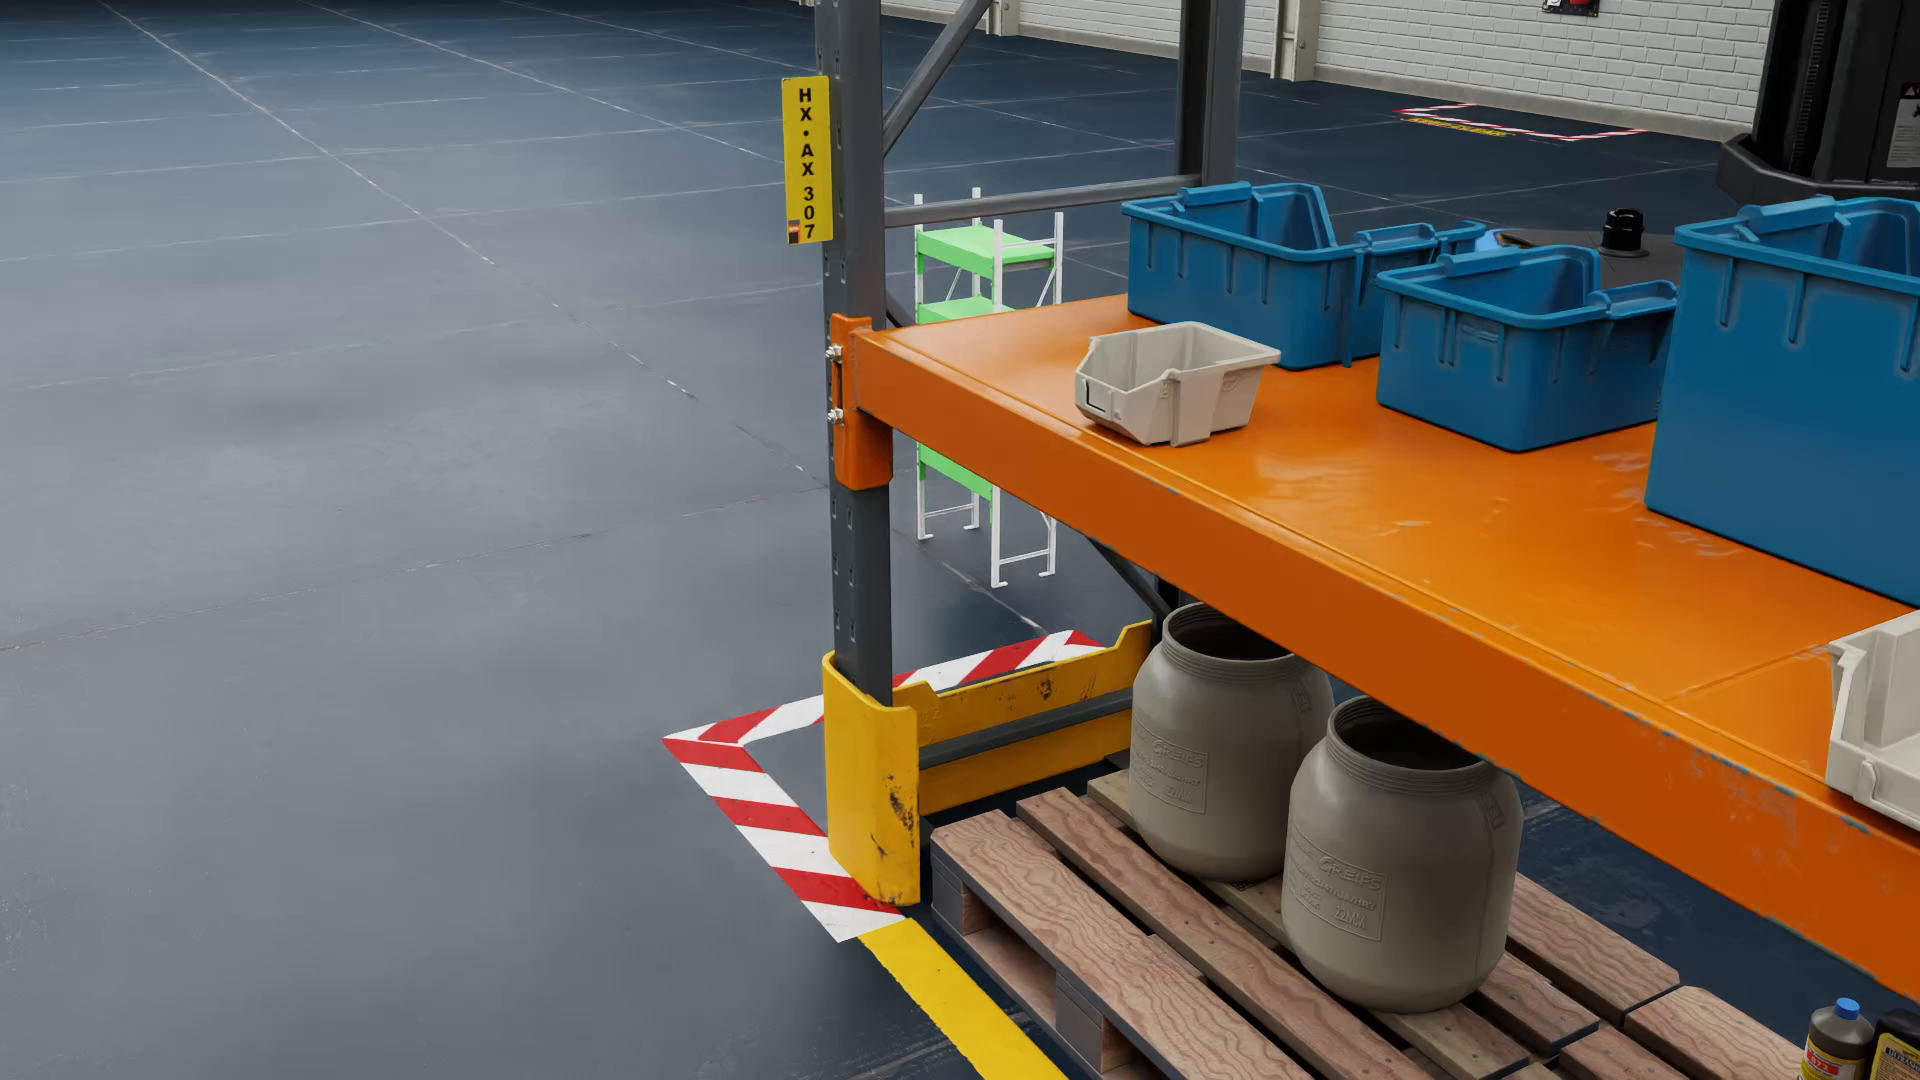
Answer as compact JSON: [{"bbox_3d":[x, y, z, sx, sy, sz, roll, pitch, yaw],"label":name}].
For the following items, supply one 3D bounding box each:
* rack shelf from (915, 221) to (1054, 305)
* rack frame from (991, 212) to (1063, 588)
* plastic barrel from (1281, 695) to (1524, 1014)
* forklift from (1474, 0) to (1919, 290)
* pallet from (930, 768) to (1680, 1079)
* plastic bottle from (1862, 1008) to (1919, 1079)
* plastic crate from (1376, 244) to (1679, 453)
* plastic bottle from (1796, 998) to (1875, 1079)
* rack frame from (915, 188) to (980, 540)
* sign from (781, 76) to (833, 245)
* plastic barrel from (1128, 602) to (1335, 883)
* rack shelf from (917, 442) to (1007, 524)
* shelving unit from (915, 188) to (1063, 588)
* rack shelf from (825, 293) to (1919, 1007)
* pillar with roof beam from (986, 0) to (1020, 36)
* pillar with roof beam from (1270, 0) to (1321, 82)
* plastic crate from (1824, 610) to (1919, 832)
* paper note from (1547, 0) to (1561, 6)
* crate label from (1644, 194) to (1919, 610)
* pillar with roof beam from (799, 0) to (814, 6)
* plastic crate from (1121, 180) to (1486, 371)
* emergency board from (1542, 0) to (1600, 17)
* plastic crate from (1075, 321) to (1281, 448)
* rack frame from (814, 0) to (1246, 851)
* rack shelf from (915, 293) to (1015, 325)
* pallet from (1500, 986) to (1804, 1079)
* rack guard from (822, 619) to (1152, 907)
[{"bbox_3d":[0.085,-0.888,5.297,0.258,0.148,0.480,-13,25,-28],"label":"rack shelf"},{"bbox_3d":[0.209,-0.423,5.259,0.240,1.200,0.015,-13,25,-28],"label":"rack frame"},{"bbox_3d":[0.829,0.586,3.133,0.421,0.512,0.421,0,22,0],"label":"plastic barrel"},{"bbox_3d":[3.082,-1.118,4.670,3.031,2.935,1.130,4,23,11],"label":"forklift"},{"bbox_3d":[0.661,0.838,3.468,1.003,0.211,1.213,-13,25,-28],"label":"pallet"},{"bbox_3d":[1.562,0.866,2.720,0.061,0.283,0.133,-12,25,-27],"label":"plastic bottle"},{"bbox_3d":[1.011,-0.348,2.882,0.499,0.251,0.408,-13,25,-28],"label":"plastic crate"},{"bbox_3d":[1.486,0.870,2.820,0.097,0.201,0.097,0,22,0],"label":"plastic bottle"},{"bbox_3d":[-0.040,-0.581,5.648,0.240,1.200,0.015,-13,25,-28],"label":"rack frame"},{"bbox_3d":[-0.304,-0.757,3.322,0.100,0.325,0.005,-13,25,-28],"label":"sign"},{"bbox_3d":[0.573,0.423,3.533,0.421,0.512,0.421,0,22,0],"label":"plastic barrel"},{"bbox_3d":[0.085,-0.221,5.568,0.258,0.148,0.480,-13,25,-28],"label":"rack shelf"},{"bbox_3d":[0.085,-0.502,5.454,0.258,1.200,0.503,-13,25,-28],"label":"shelving unit"},{"bbox_3d":[1.193,0.248,2.174,1.077,0.370,4.000,-13,25,-28],"label":"rack shelf"},{"bbox_3d":[-3.106,-10.356,19.340,9.100,9.000,0.400,-13,25,-28],"label":"pillar with roof beam"},{"bbox_3d":[-0.041,-8.414,14.561,9.100,9.000,0.400,-13,25,-28],"label":"pillar with roof beam"},{"bbox_3d":[1.167,0.207,1.669,0.530,0.136,0.437,-13,25,-28],"label":"plastic crate"},{"bbox_3d":[5.464,-4.990,15.275,0.016,0.148,0.142,-13,25,-28],"label":"paper note"},{"bbox_3d":[1.344,-0.206,2.287,0.502,0.435,0.616,-13,25,-28],"label":"crate label"},{"bbox_3d":[-6.171,-12.299,24.118,9.100,9.000,0.400,-13,25,-28],"label":"pillar with roof beam"},{"bbox_3d":[0.684,-0.560,3.402,0.499,0.251,0.616,-13,25,-28],"label":"plastic crate"},{"bbox_3d":[5.495,-5.328,14.936,0.194,1.169,0.643,-13,25,-28],"label":"emergency board"},{"bbox_3d":[0.352,-0.259,2.816,0.298,0.136,0.250,-13,25,-28],"label":"plastic crate"},{"bbox_3d":[0.171,-0.733,3.631,1.000,3.000,0.127,-13,25,-28],"label":"rack frame"},{"bbox_3d":[0.085,-0.665,5.387,0.258,0.148,0.480,-13,25,-28],"label":"rack shelf"},{"bbox_3d":[1.280,1.233,2.498,1.003,0.211,1.213,-13,25,-28],"label":"pallet"},{"bbox_3d":[0.251,0.441,4.064,1.175,0.500,0.348,-13,25,-28],"label":"rack guard"}]
